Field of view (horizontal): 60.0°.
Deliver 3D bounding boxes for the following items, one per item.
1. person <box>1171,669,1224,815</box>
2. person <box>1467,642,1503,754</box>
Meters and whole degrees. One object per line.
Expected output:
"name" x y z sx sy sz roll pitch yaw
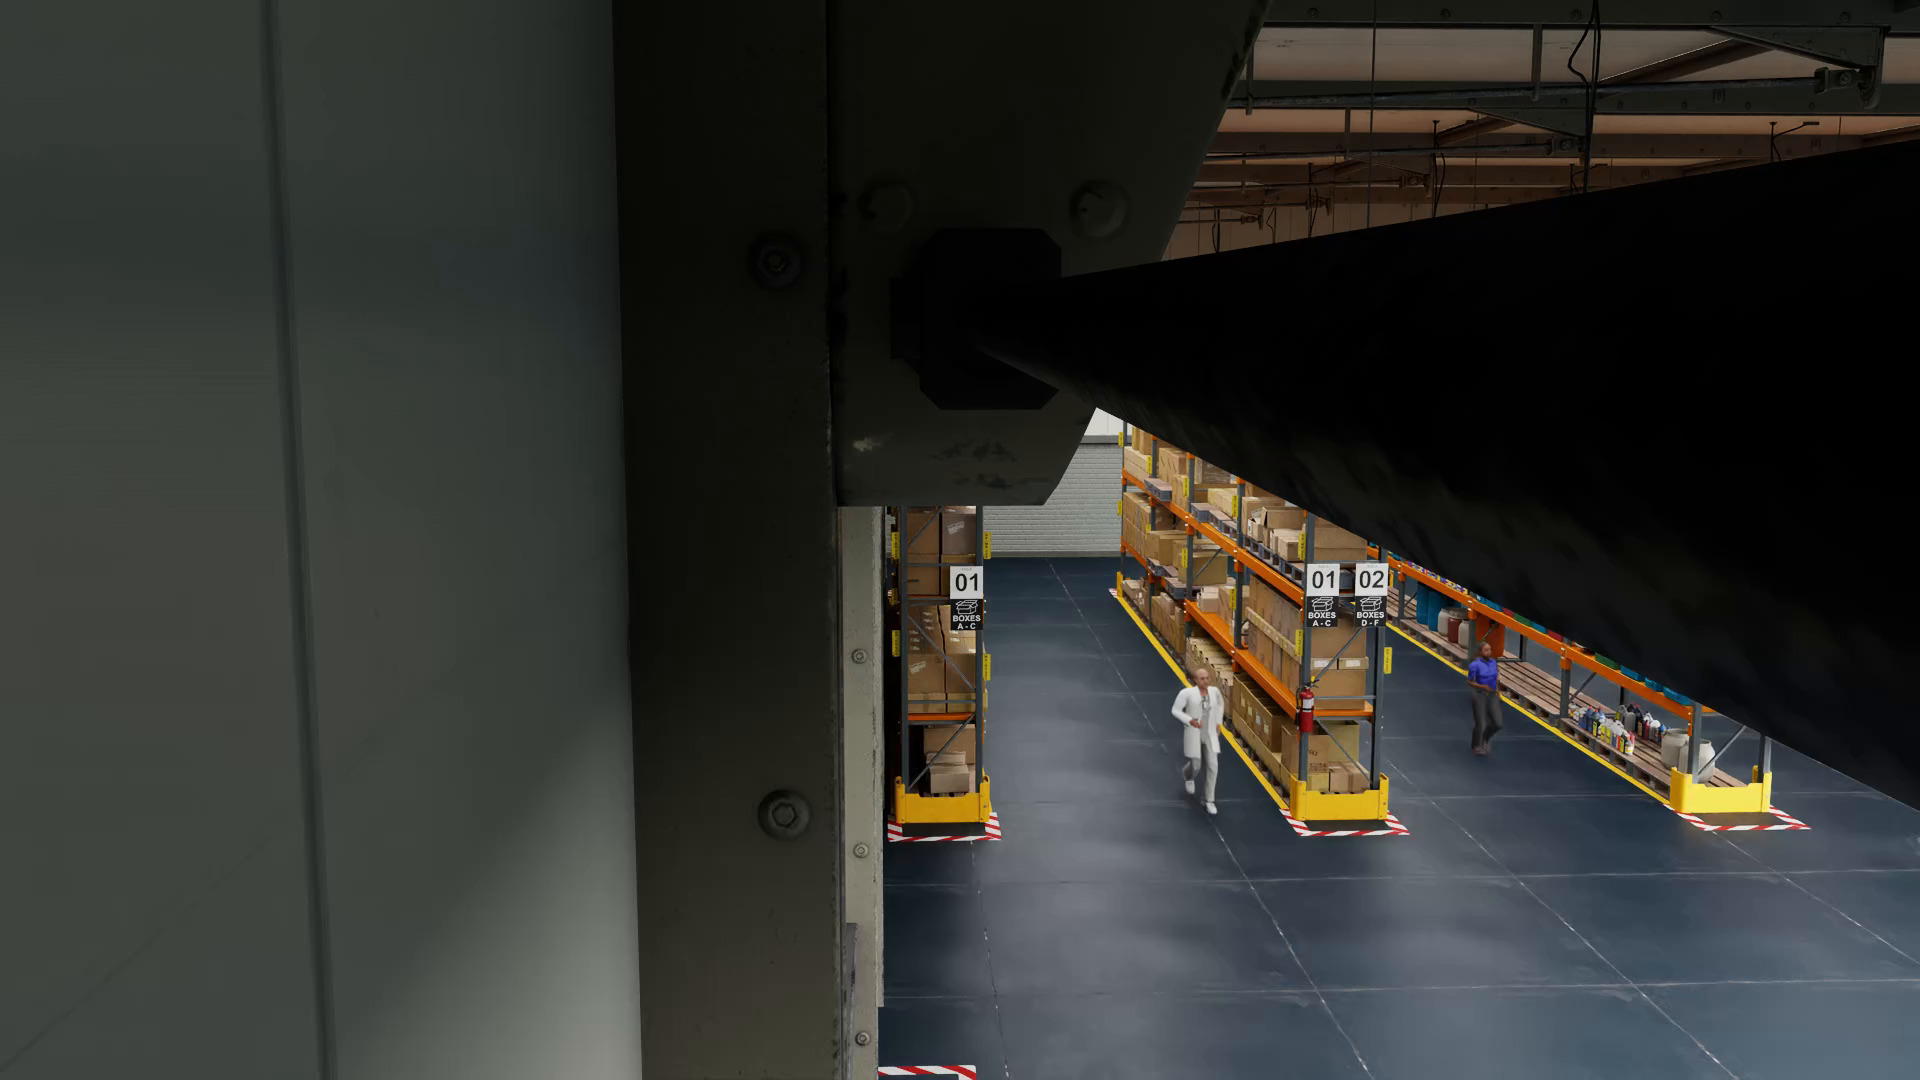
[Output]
"person" 3.045 2.508 21.146 0.747 1.788 0.966 -2 8 -11
"person" 7.421 2.246 23.384 0.563 1.618 0.572 -2 8 -14
